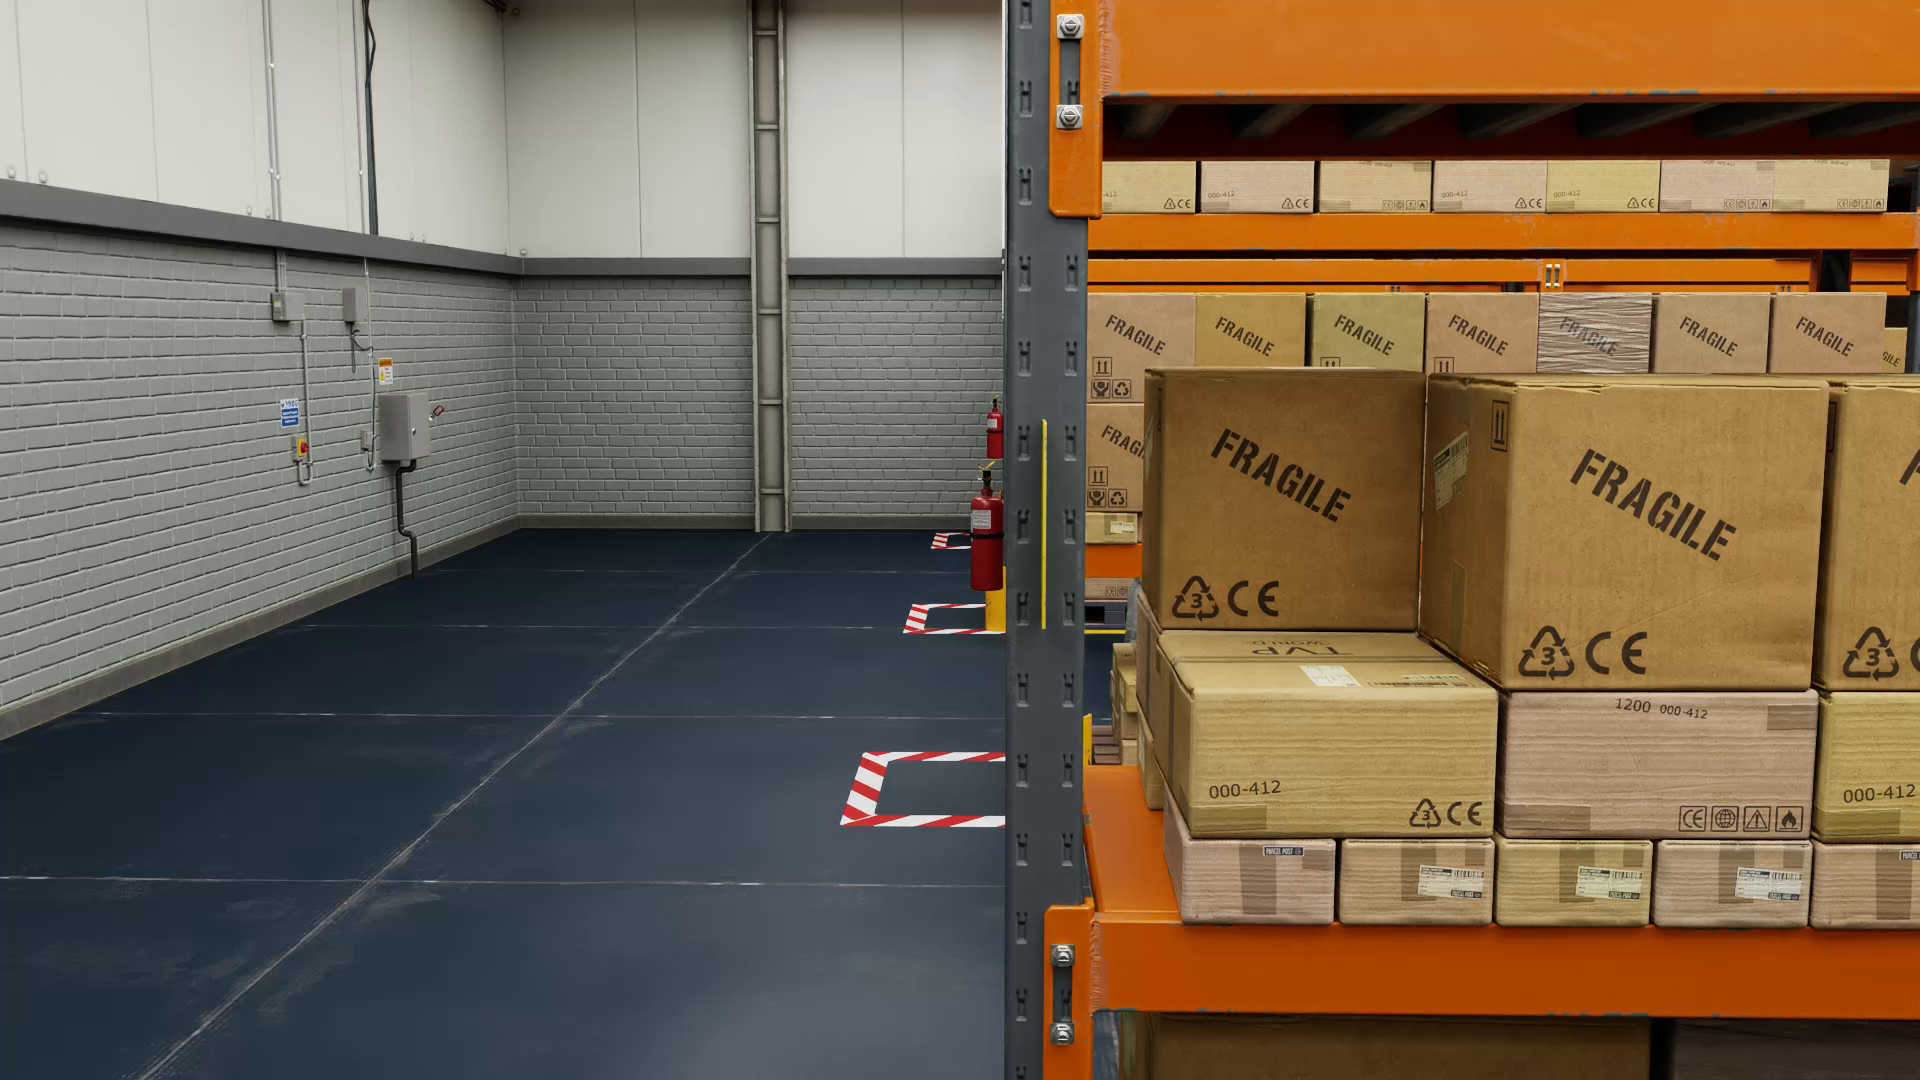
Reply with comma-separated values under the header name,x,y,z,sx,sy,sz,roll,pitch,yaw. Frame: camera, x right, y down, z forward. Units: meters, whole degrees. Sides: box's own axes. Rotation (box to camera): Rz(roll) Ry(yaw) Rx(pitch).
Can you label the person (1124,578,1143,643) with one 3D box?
name,x,y,z,sx,sy,sz,roll,pitch,yaw
person,1.298,-0.072,11.820,0.440,1.745,0.602,0,7,-2
